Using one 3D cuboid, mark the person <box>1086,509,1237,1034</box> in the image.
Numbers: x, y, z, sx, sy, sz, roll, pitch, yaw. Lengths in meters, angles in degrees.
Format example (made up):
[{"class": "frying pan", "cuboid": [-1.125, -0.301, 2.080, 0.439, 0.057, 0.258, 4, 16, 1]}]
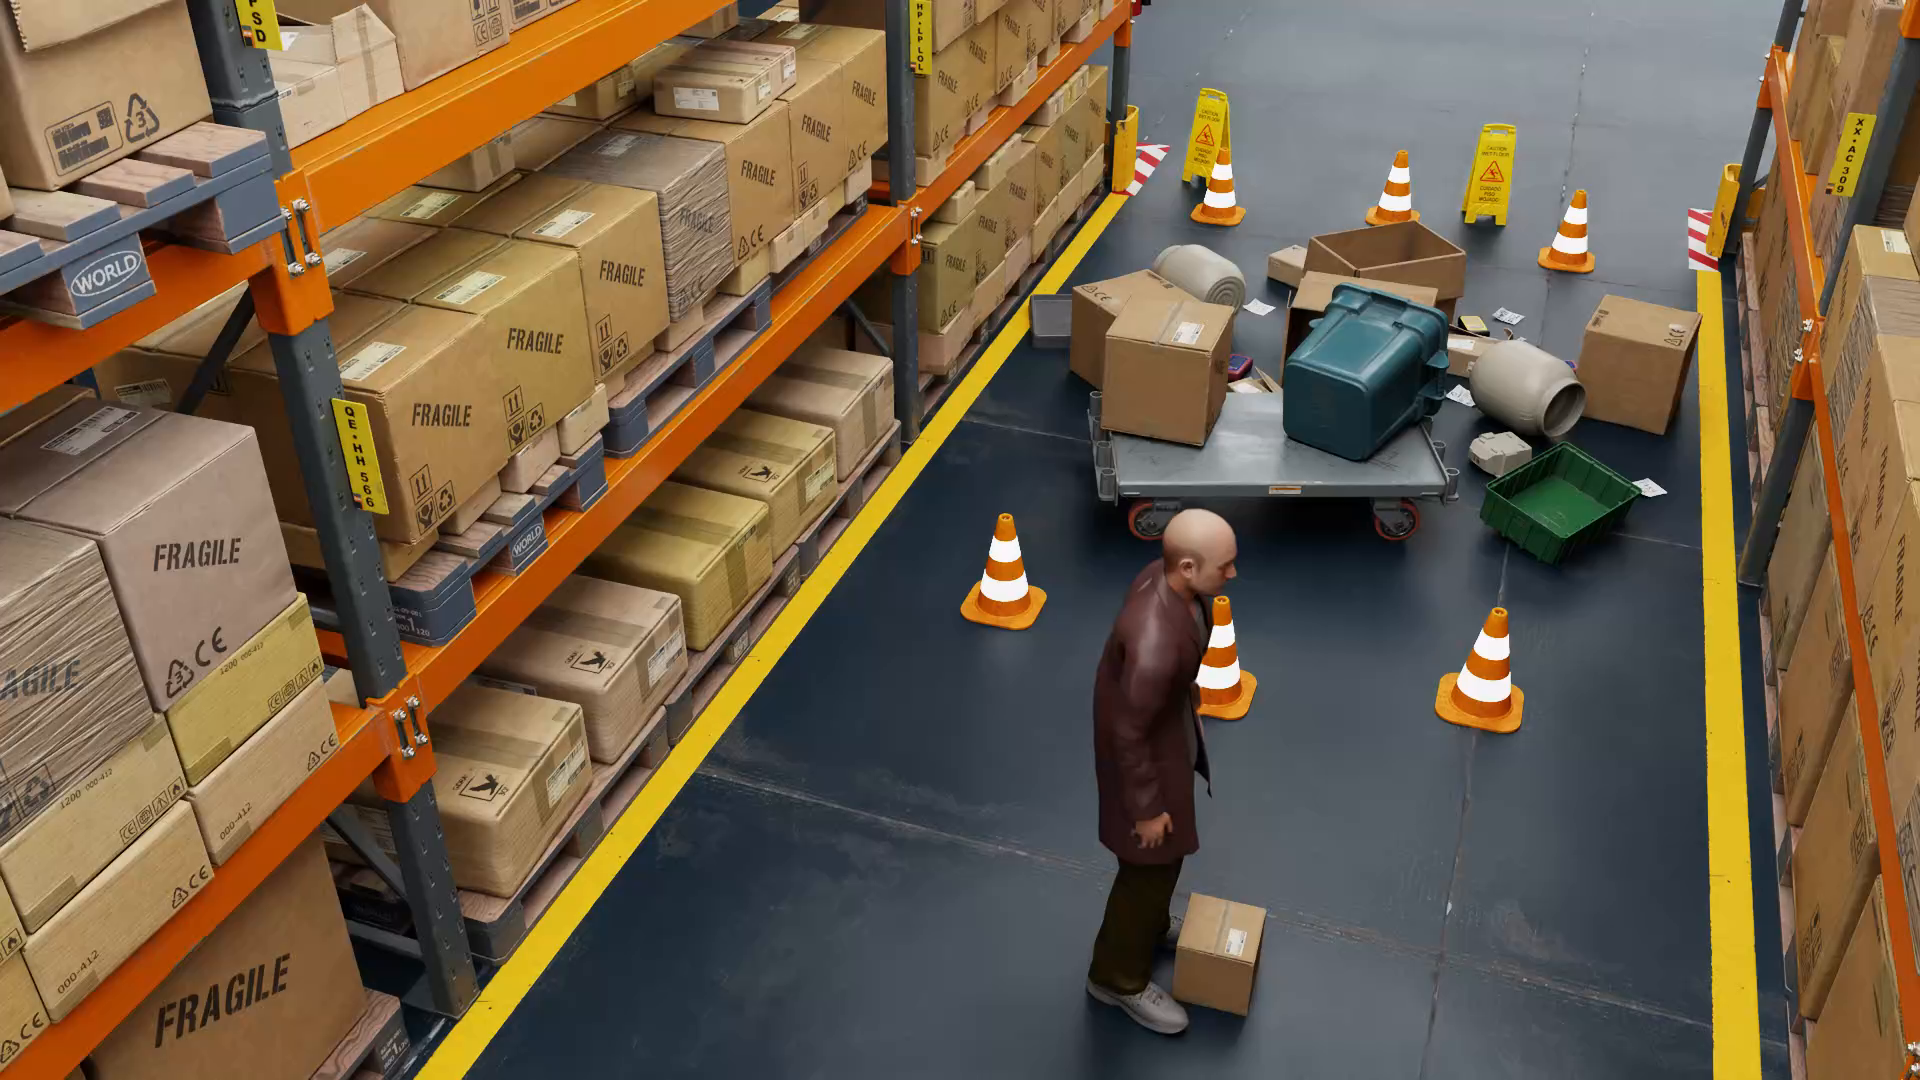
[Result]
[{"class": "person", "cuboid": [0.615, 0.673, 5.109, 0.419, 1.774, 0.645, 11, 34, 16]}]
